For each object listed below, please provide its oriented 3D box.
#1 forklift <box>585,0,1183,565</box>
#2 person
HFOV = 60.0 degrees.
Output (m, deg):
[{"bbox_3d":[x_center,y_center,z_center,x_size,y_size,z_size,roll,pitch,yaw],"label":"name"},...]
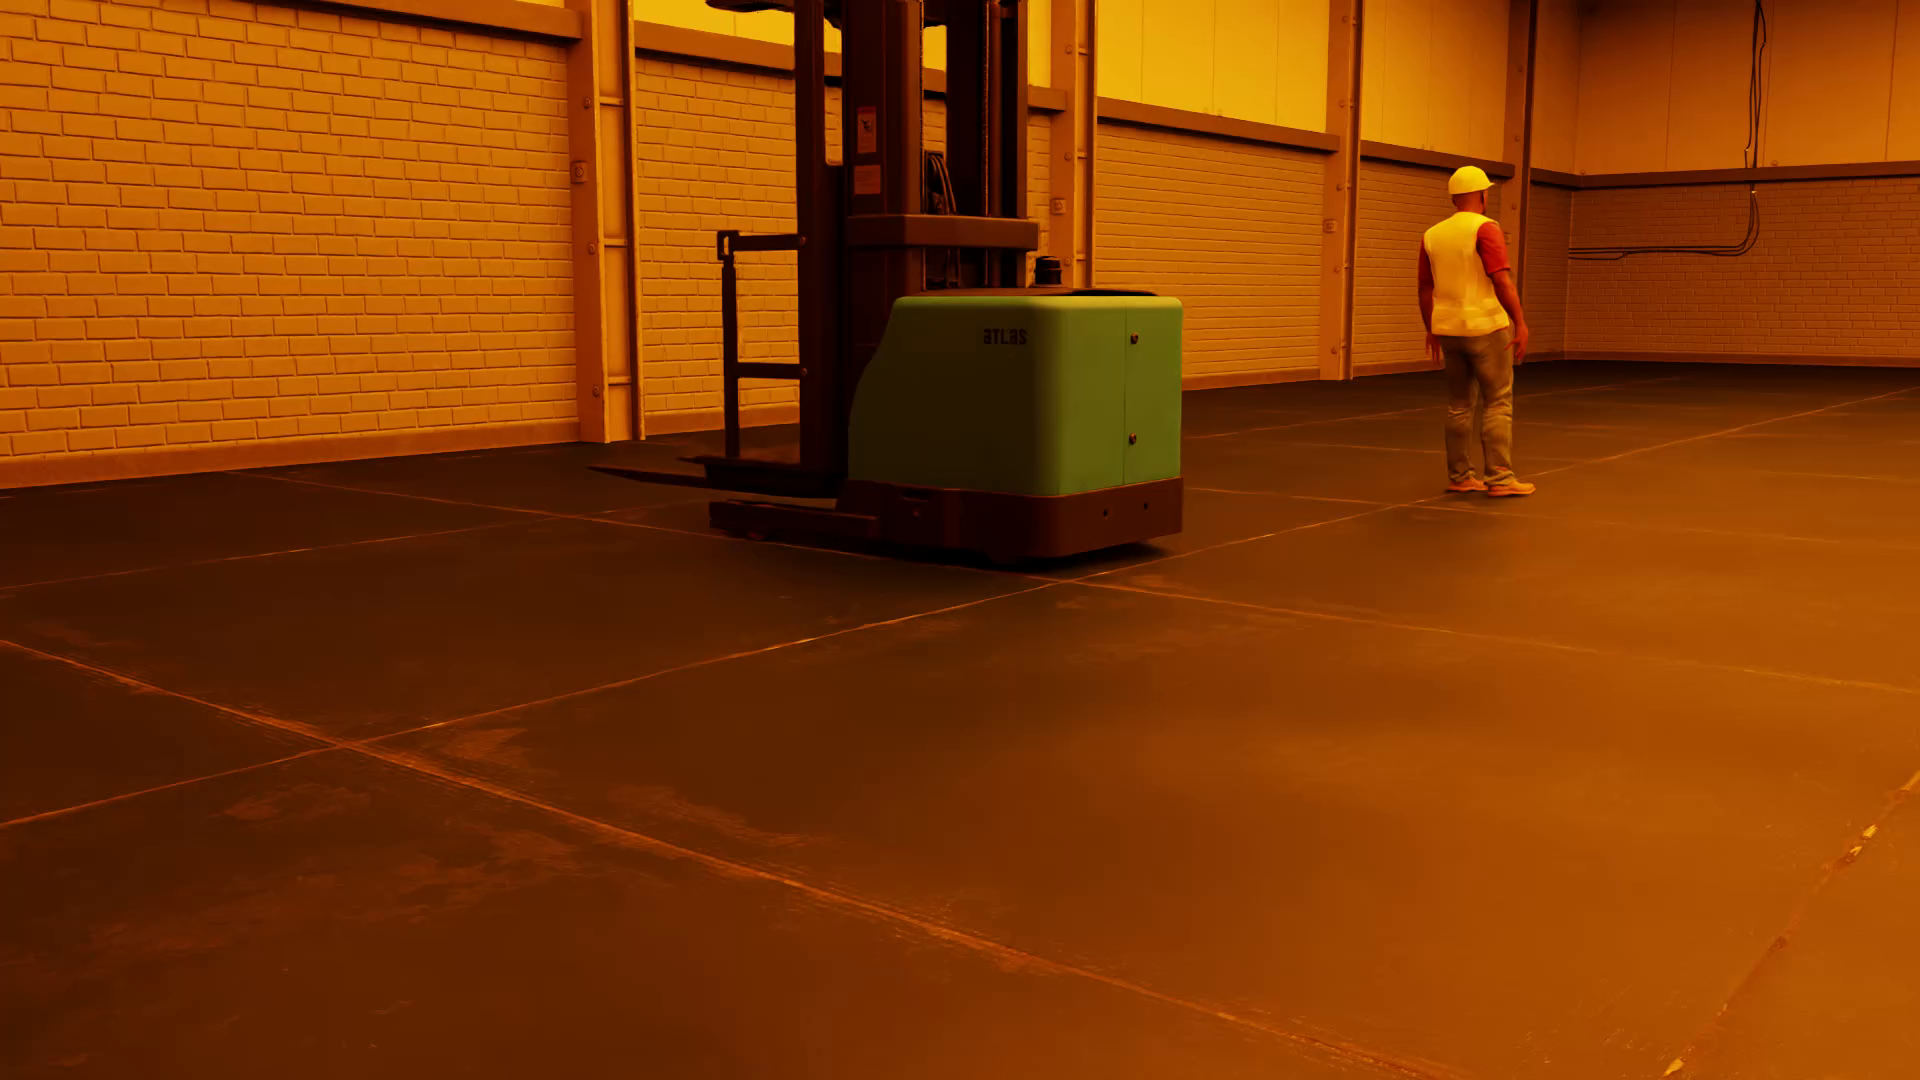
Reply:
[{"bbox_3d":[-0.507,-1.500,7.533,3.031,2.935,1.130,7,11,38],"label":"forklift"},{"bbox_3d":[2.818,-1.127,9.037,0.504,1.777,0.661,-5,10,-30],"label":"person"}]
